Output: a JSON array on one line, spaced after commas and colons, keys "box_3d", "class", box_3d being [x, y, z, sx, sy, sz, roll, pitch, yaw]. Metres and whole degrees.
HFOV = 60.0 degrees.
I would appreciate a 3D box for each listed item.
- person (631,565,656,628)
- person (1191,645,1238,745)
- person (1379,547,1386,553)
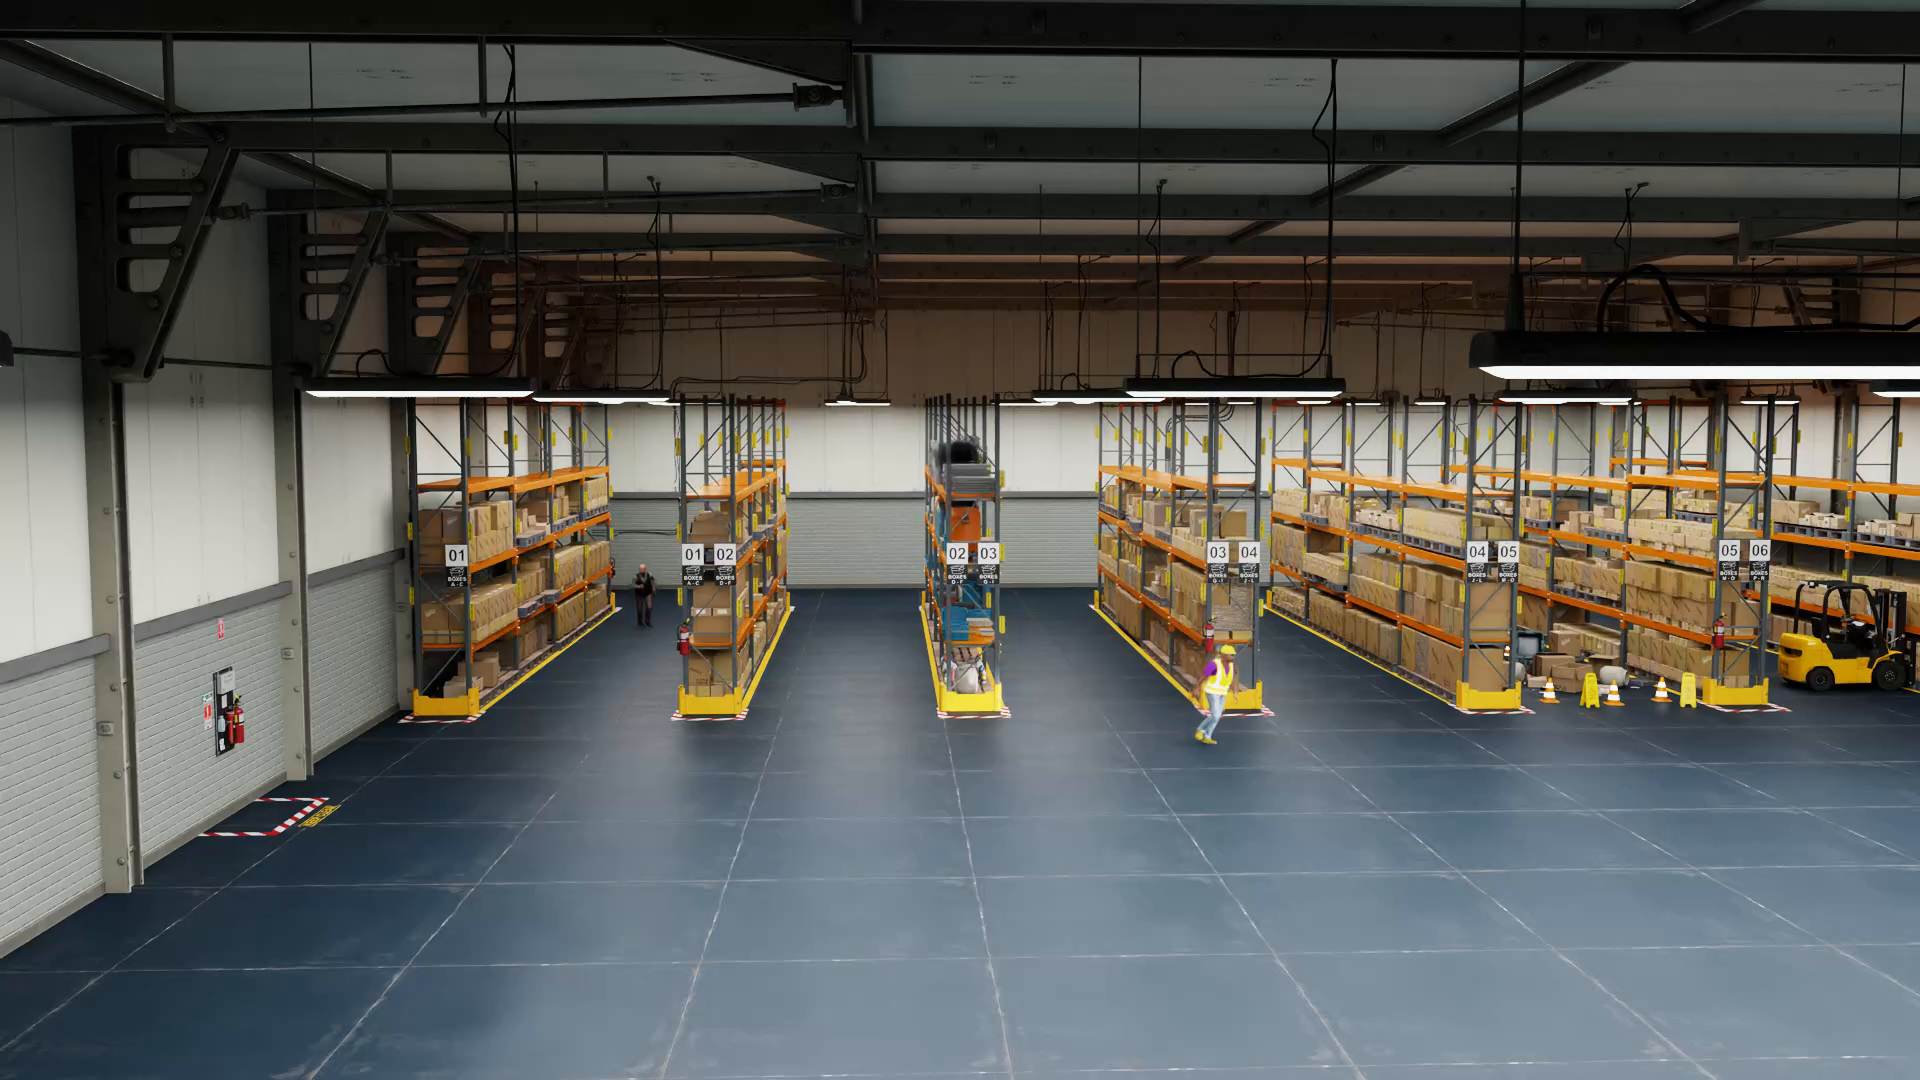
[{"box_3d": [-8.275, 1.462, 43.510, 0.663, 1.672, 0.961, -1, 5, -17], "class": "person"}, {"box_3d": [4.382, 2.632, 28.303, 0.697, 1.717, 0.622, -4, 6, -39], "class": "person"}, {"box_3d": [12.690, 0.970, 49.824, 0.795, 1.673, 0.485, -2, 5, -22], "class": "person"}]
